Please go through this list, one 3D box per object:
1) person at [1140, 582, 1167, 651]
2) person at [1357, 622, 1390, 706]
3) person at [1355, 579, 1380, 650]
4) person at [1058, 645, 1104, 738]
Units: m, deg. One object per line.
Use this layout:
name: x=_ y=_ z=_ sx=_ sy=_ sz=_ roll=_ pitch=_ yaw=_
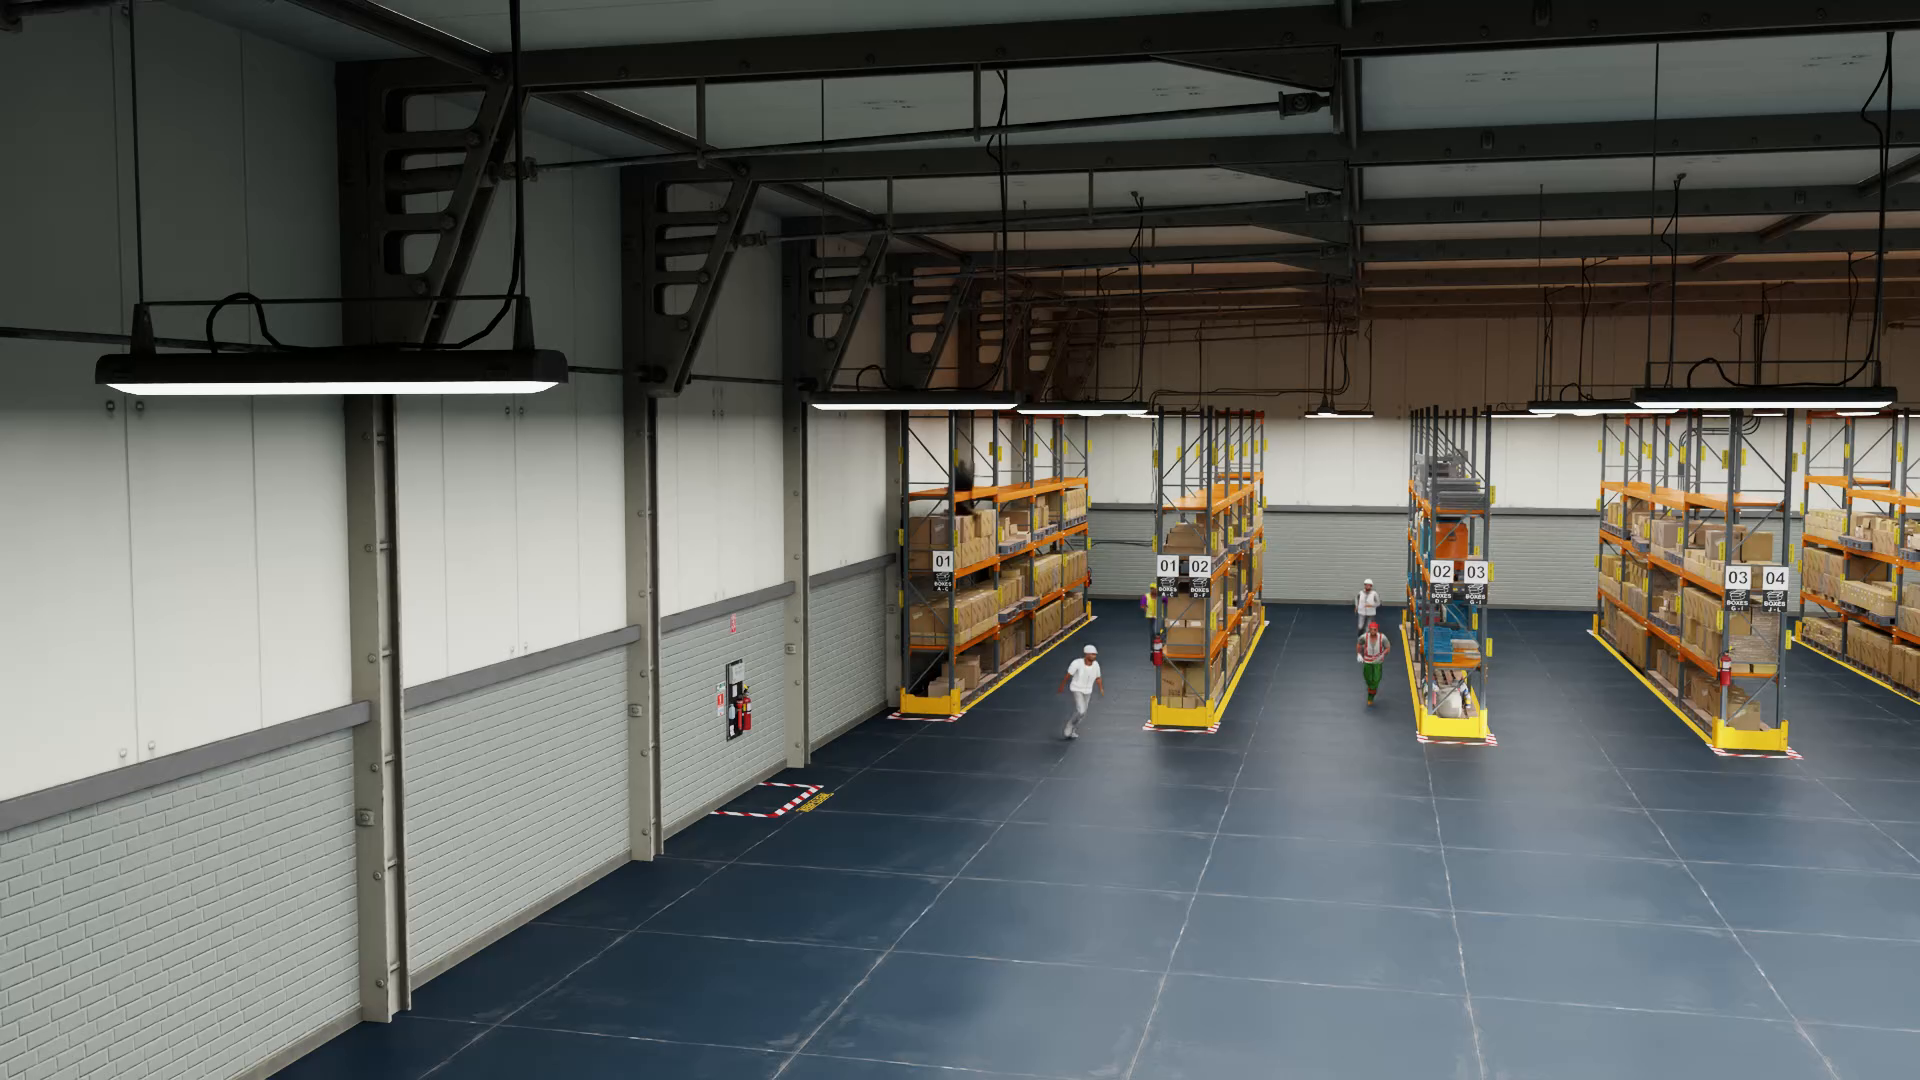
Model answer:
person: x=4.743 y=1.933 z=40.634 sx=0.672 sy=1.812 sz=0.828 roll=2 pitch=4 yaw=20
person: x=8.329 y=2.482 z=33.519 sx=0.644 sy=1.713 sz=0.761 roll=1 pitch=4 yaw=10
person: x=10.186 y=1.874 z=41.592 sx=0.631 sy=1.801 sz=0.675 roll=1 pitch=4 yaw=18
person: x=2.204 y=2.719 z=29.873 sx=0.675 sy=1.702 sz=0.686 roll=-3 pitch=5 yaw=-33
